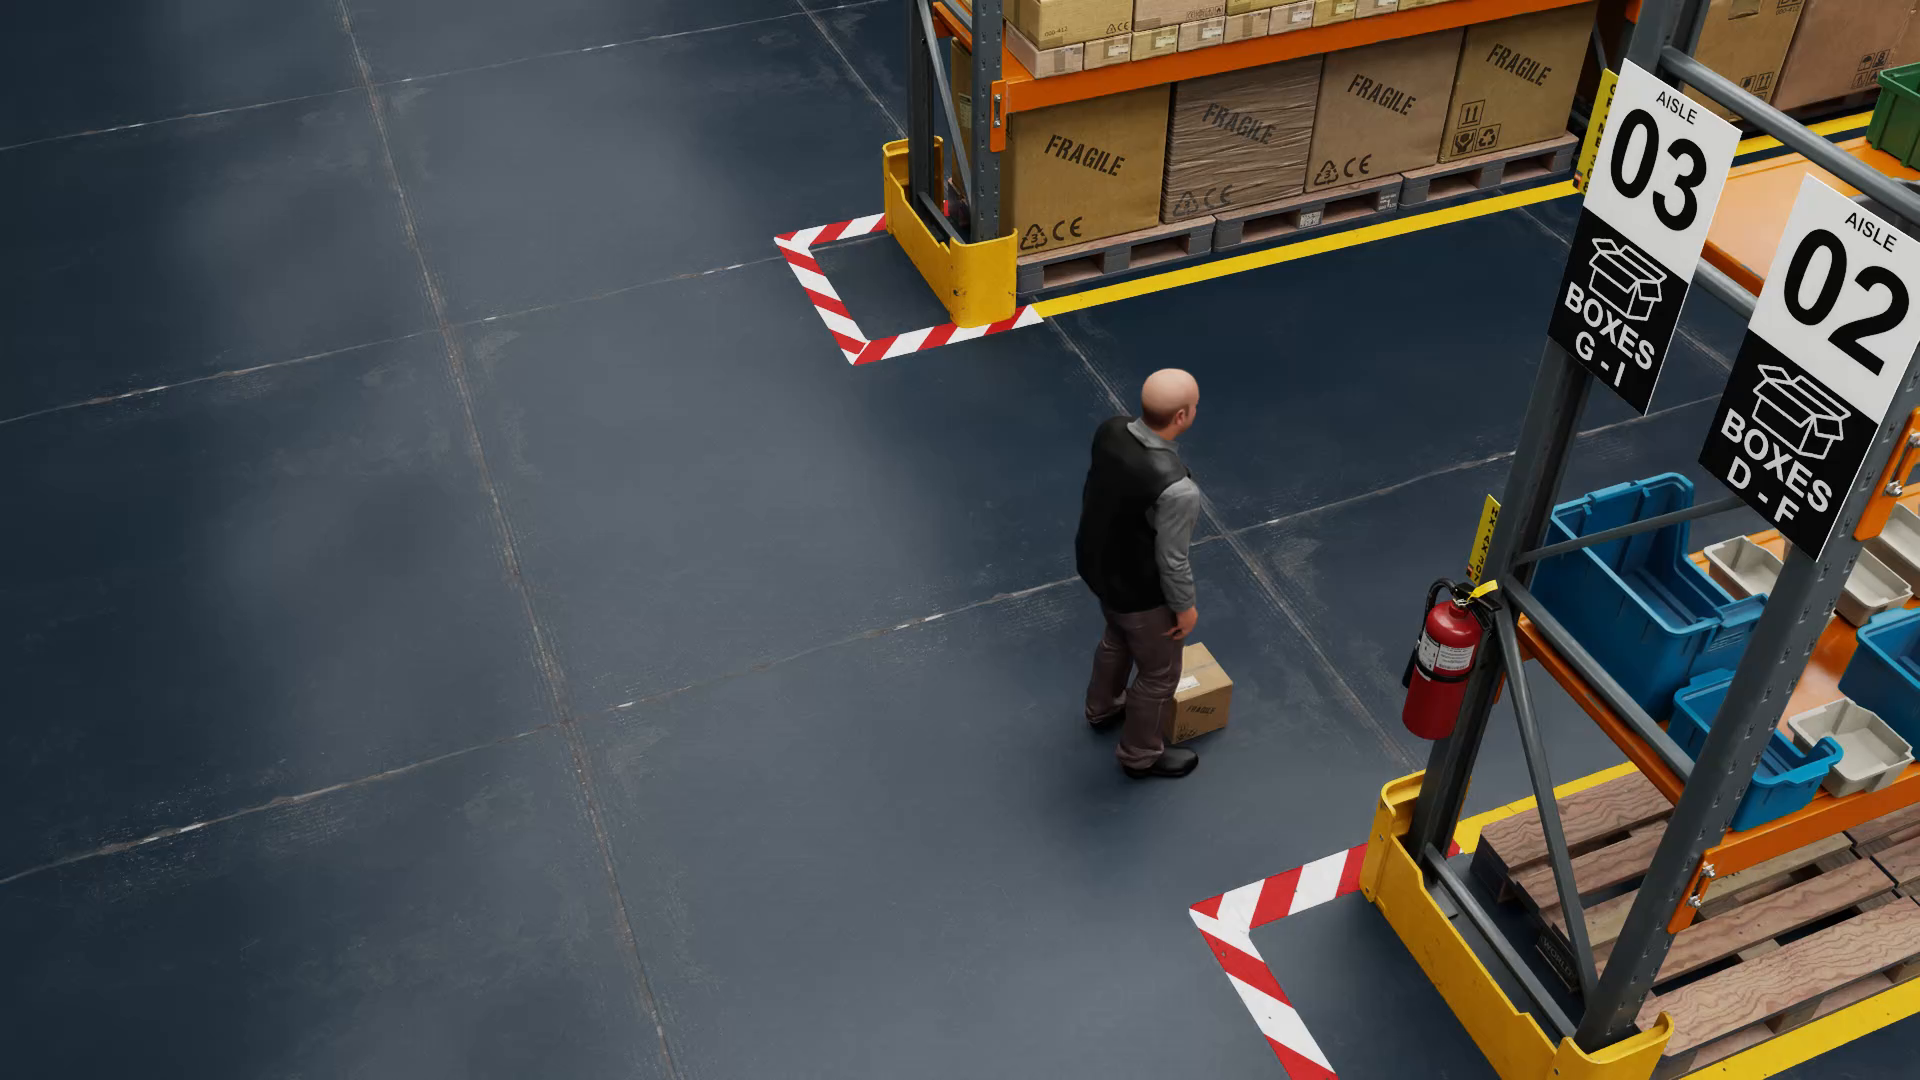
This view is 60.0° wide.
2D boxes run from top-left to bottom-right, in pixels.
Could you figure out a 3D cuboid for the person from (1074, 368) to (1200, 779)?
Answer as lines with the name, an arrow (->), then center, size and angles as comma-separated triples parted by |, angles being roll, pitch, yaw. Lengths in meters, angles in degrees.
person -> 0.639, 0.130, 6.031 | 0.421, 1.720, 0.589 | -18, 45, -19
